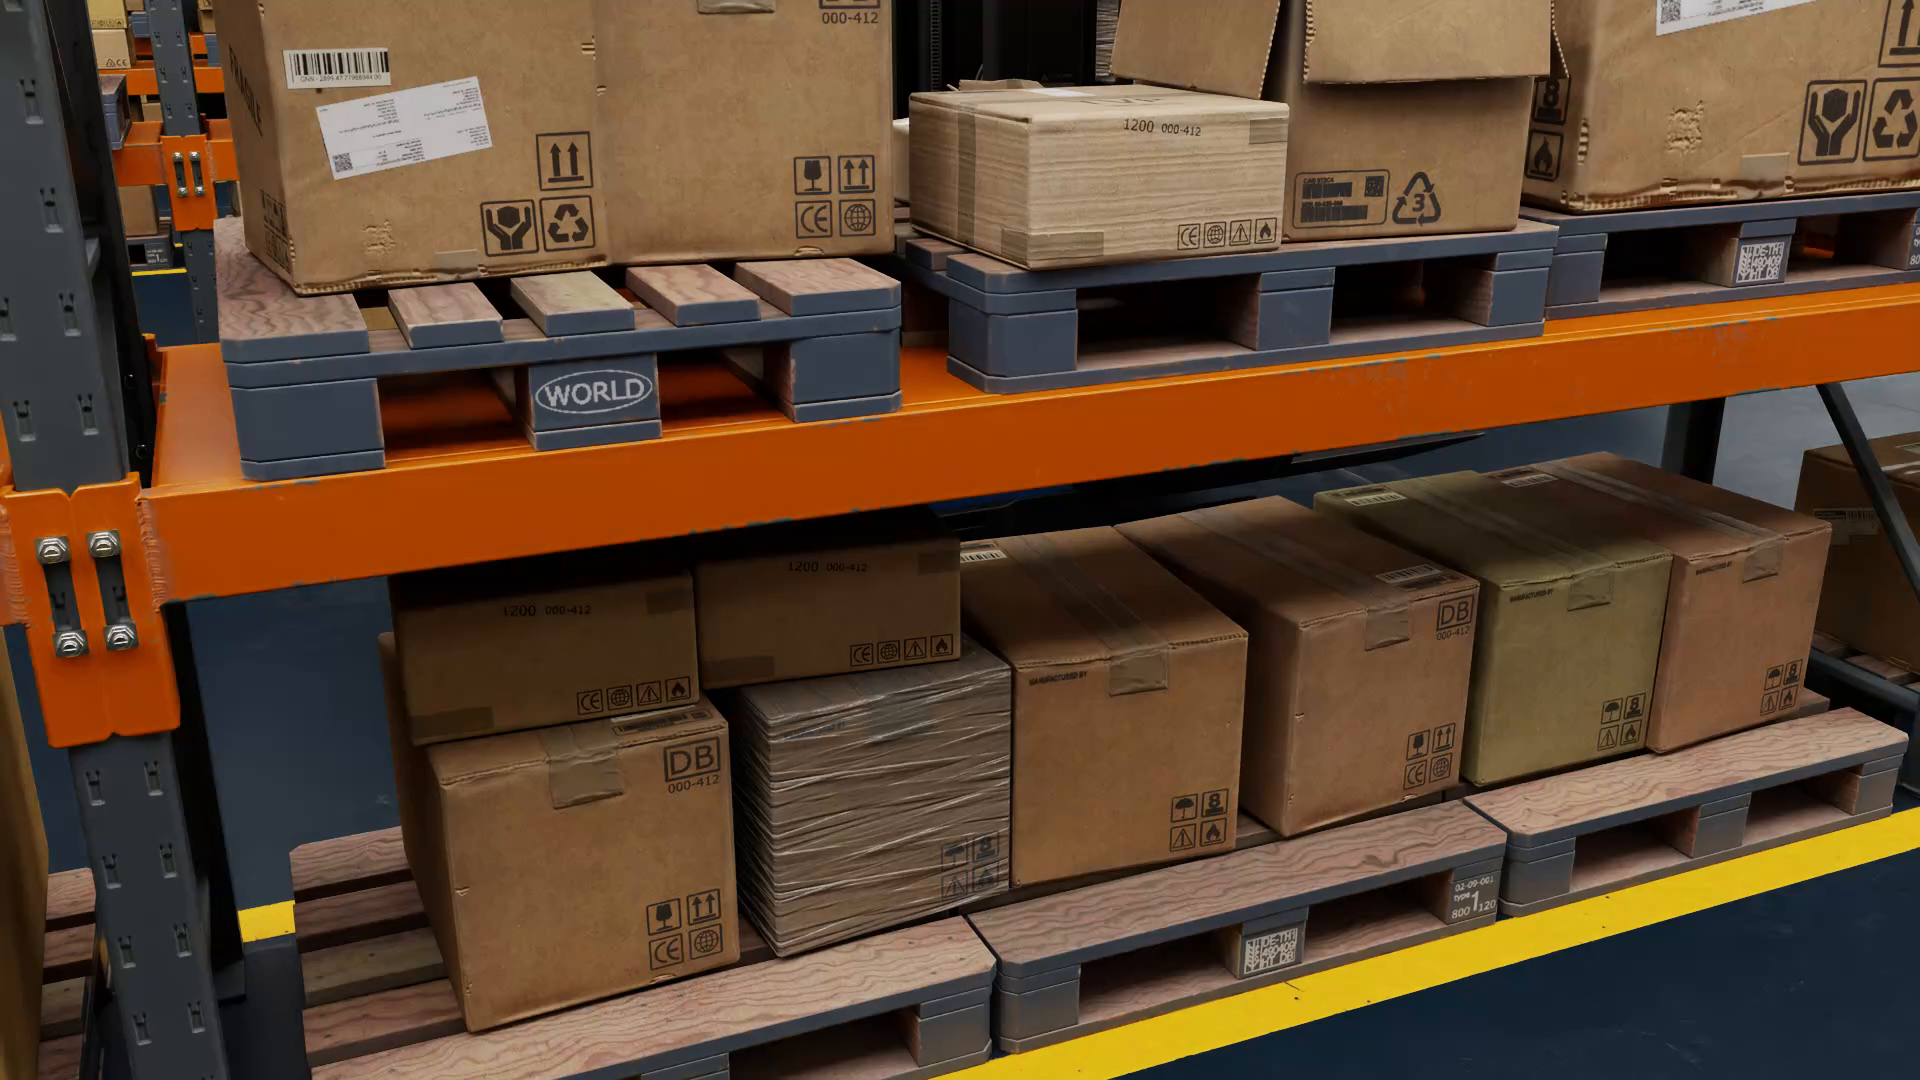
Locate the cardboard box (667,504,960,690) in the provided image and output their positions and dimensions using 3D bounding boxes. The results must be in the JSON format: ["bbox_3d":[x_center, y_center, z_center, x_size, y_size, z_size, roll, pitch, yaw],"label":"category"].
[{"bbox_3d":[-0.309,0.059,3.310,0.500,0.250,0.500,-6,20,-16],"label":"cardboard box"}]

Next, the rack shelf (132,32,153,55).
[{"bbox_3d":[-9.127,-4.321,14.862,4.000,0.370,1.077,-8,21,-22],"label":"rack shelf"}]

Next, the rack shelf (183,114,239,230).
[{"bbox_3d":[-1.431,-1.838,7.809,4.000,0.370,1.077,-8,21,-22],"label":"rack shelf"}]

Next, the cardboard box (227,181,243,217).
[{"bbox_3d":[-4.798,-2.441,11.761,0.625,0.372,0.950,-10,22,-26],"label":"cardboard box"}]

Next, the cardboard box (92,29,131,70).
[{"bbox_3d":[-5.682,-3.194,10.803,0.500,0.250,0.500,-9,21,-24],"label":"cardboard box"}]

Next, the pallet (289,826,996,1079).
[{"bbox_3d":[-0.677,0.824,3.363,1.213,0.211,1.003,-8,21,-22],"label":"pallet"}]

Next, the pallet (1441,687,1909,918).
[{"bbox_3d":[1.563,0.503,4.275,1.213,0.211,1.003,-8,21,-22],"label":"pallet"}]

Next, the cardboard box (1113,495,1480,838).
[{"bbox_3d":[0.746,0.262,3.864,0.500,0.500,0.700,-10,22,-27],"label":"cardboard box"}]

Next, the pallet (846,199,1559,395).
[{"bbox_3d":[0.406,-0.571,3.416,1.213,0.211,1.003,-8,21,-22],"label":"pallet"}]

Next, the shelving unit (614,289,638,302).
[{"bbox_3d":[-1.041,-0.399,5.349,0.503,1.200,0.258,-9,21,-24],"label":"shelving unit"}]

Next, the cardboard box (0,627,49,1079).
[{"bbox_3d":[-2.037,0.500,2.653,0.875,0.875,1.225,-9,21,-24],"label":"cardboard box"}]

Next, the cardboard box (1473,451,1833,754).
[{"bbox_3d":[1.705,0.131,4.235,0.500,0.500,0.700,-10,22,-26],"label":"cardboard box"}]

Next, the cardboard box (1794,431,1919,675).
[{"bbox_3d":[2.660,0.026,4.564,0.500,0.500,0.500,-9,21,-24],"label":"cardboard box"}]

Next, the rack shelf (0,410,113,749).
[{"bbox_3d":[-3.232,0.214,1.981,4.000,0.370,1.077,-8,21,-22],"label":"rack shelf"}]

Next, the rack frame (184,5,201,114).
[{"bbox_3d":[-7.290,-4.924,15.490,0.127,3.000,1.000,-8,21,-22],"label":"rack frame"}]

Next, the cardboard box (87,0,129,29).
[{"bbox_3d":[-5.665,-3.435,10.733,0.500,0.250,0.500,-8,21,-22],"label":"cardboard box"}]

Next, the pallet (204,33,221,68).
[{"bbox_3d":[-4.709,-3.446,11.582,1.003,0.211,1.213,-8,21,-22],"label":"pallet"}]

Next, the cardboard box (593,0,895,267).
[{"bbox_3d":[-0.443,-0.821,3.054,0.500,0.500,0.700,-5,20,-14],"label":"cardboard box"}]

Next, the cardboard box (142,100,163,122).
[{"bbox_3d":[-7.594,-3.822,15.491,0.500,0.500,0.500,-8,21,-20],"label":"cardboard box"}]

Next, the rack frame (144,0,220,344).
[{"bbox_3d":[-3.267,-1.914,6.943,0.127,3.000,1.000,-8,21,-22],"label":"rack frame"}]

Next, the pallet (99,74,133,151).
[{"bbox_3d":[-3.879,-1.698,6.616,1.003,0.211,1.213,-8,21,-22],"label":"pallet"}]

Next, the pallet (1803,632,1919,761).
[{"bbox_3d":[2.880,0.301,4.848,1.213,0.211,1.003,-8,21,-22],"label":"pallet"}]

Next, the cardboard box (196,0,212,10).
[{"bbox_3d":[-4.816,-3.785,11.024,0.500,0.500,0.500,-9,21,-23],"label":"cardboard box"}]

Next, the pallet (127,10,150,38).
[{"bbox_3d":[-7.885,-4.723,15.208,1.003,0.211,1.213,-8,21,-22],"label":"pallet"}]

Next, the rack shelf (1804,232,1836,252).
[{"bbox_3d":[4.114,-0.839,4.970,4.000,0.370,1.077,-8,21,-22],"label":"rack shelf"}]

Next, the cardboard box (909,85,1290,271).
[{"bbox_3d":[0.235,-0.666,2.991,0.500,0.250,0.500,-9,21,-23],"label":"cardboard box"}]

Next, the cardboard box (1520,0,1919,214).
[{"bbox_3d":[1.492,-1.334,3.759,1.000,1.000,1.000,-8,21,-22],"label":"cardboard box"}]

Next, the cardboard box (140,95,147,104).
[{"bbox_3d":[-7.644,-4.107,15.323,0.250,0.149,0.380,-9,21,-25],"label":"cardboard box"}]

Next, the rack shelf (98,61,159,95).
[{"bbox_3d":[-7.157,-2.808,10.564,4.000,0.370,1.077,-8,21,-22],"label":"rack shelf"}]

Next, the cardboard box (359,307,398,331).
[{"bbox_3d":[-2.673,-1.104,7.396,0.750,0.750,1.050,-8,21,-23],"label":"cardboard box"}]

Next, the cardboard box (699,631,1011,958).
[{"bbox_3d":[-0.284,0.412,3.437,0.500,0.500,0.700,-10,22,-26],"label":"cardboard box"}]

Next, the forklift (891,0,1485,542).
[{"bbox_3d":[0.562,-1.473,5.792,3.031,2.935,1.130,-9,21,-24],"label":"forklift"}]
